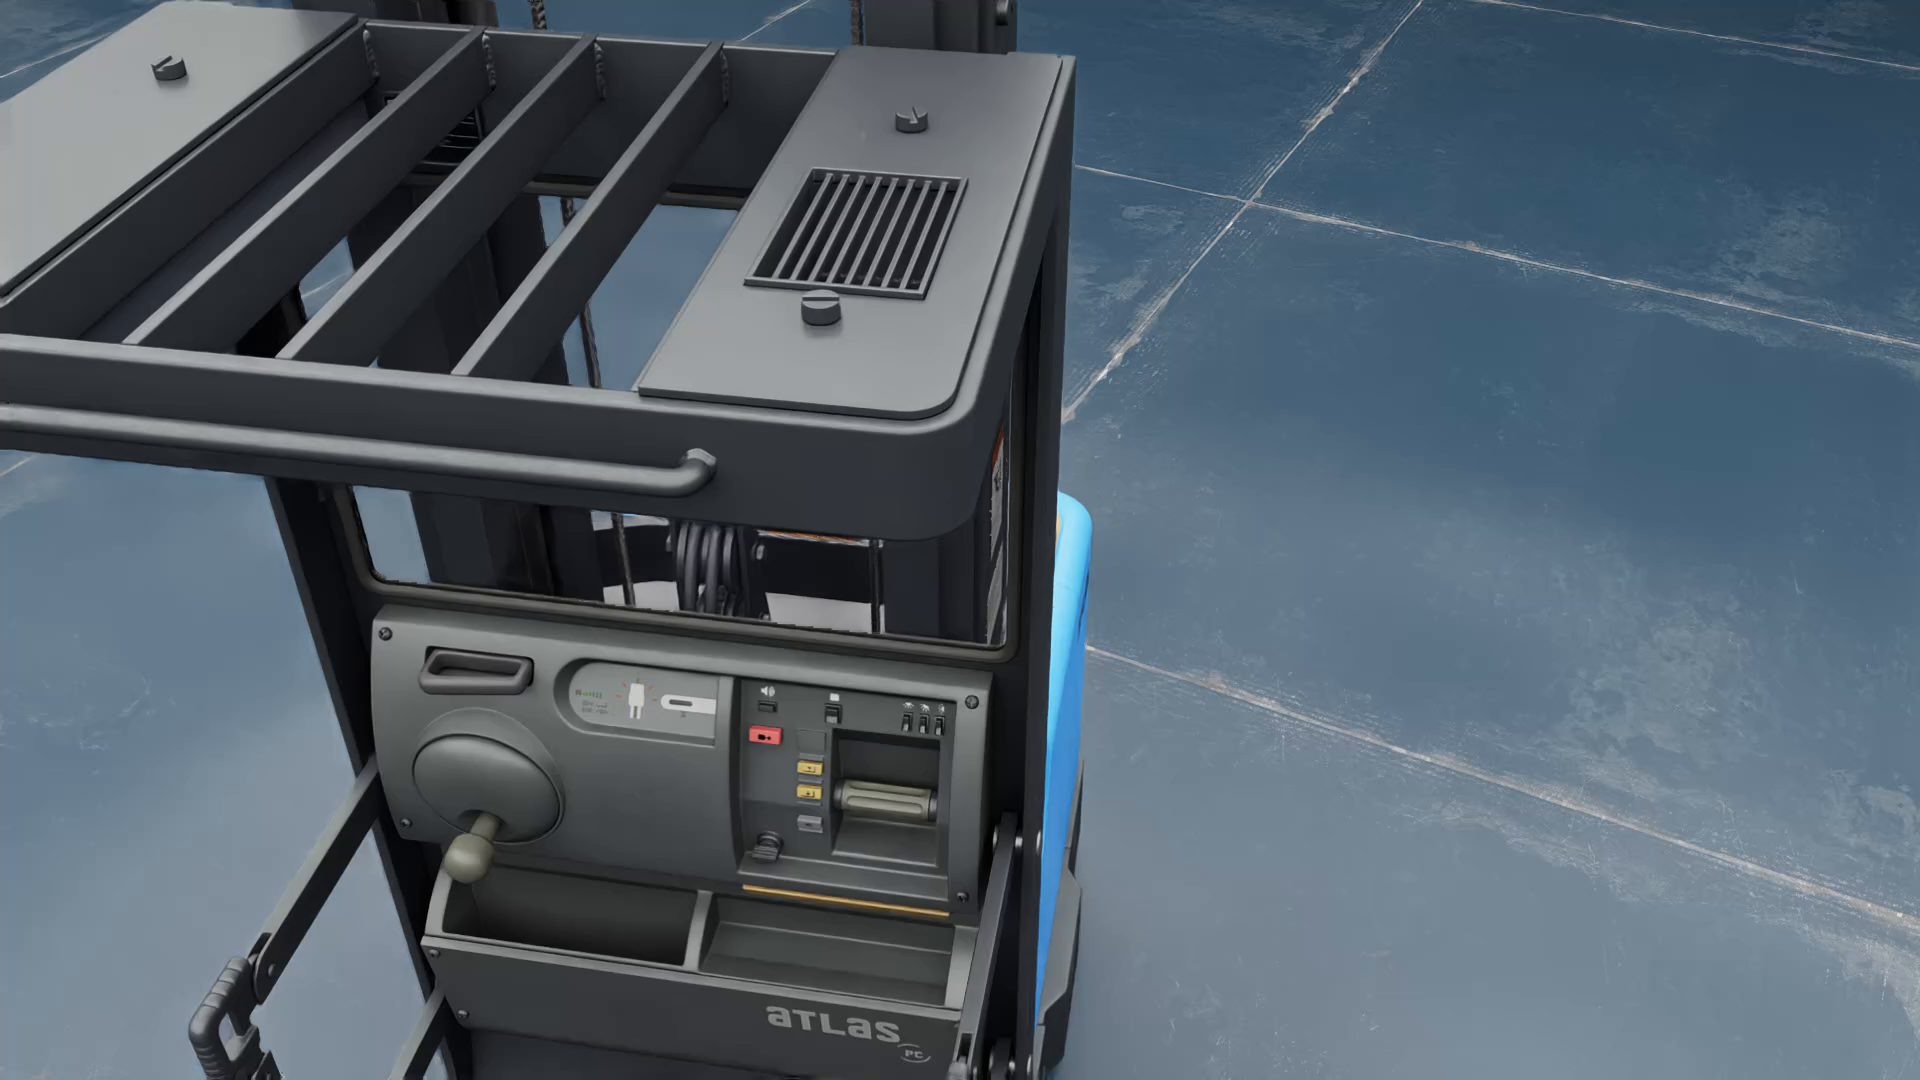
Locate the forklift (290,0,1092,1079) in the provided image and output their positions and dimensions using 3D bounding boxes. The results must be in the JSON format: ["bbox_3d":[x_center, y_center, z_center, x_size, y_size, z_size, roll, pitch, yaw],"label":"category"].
[{"bbox_3d":[-0.363,0.109,2.735,1.129,2.867,1.939,6,38,8],"label":"forklift"}]
